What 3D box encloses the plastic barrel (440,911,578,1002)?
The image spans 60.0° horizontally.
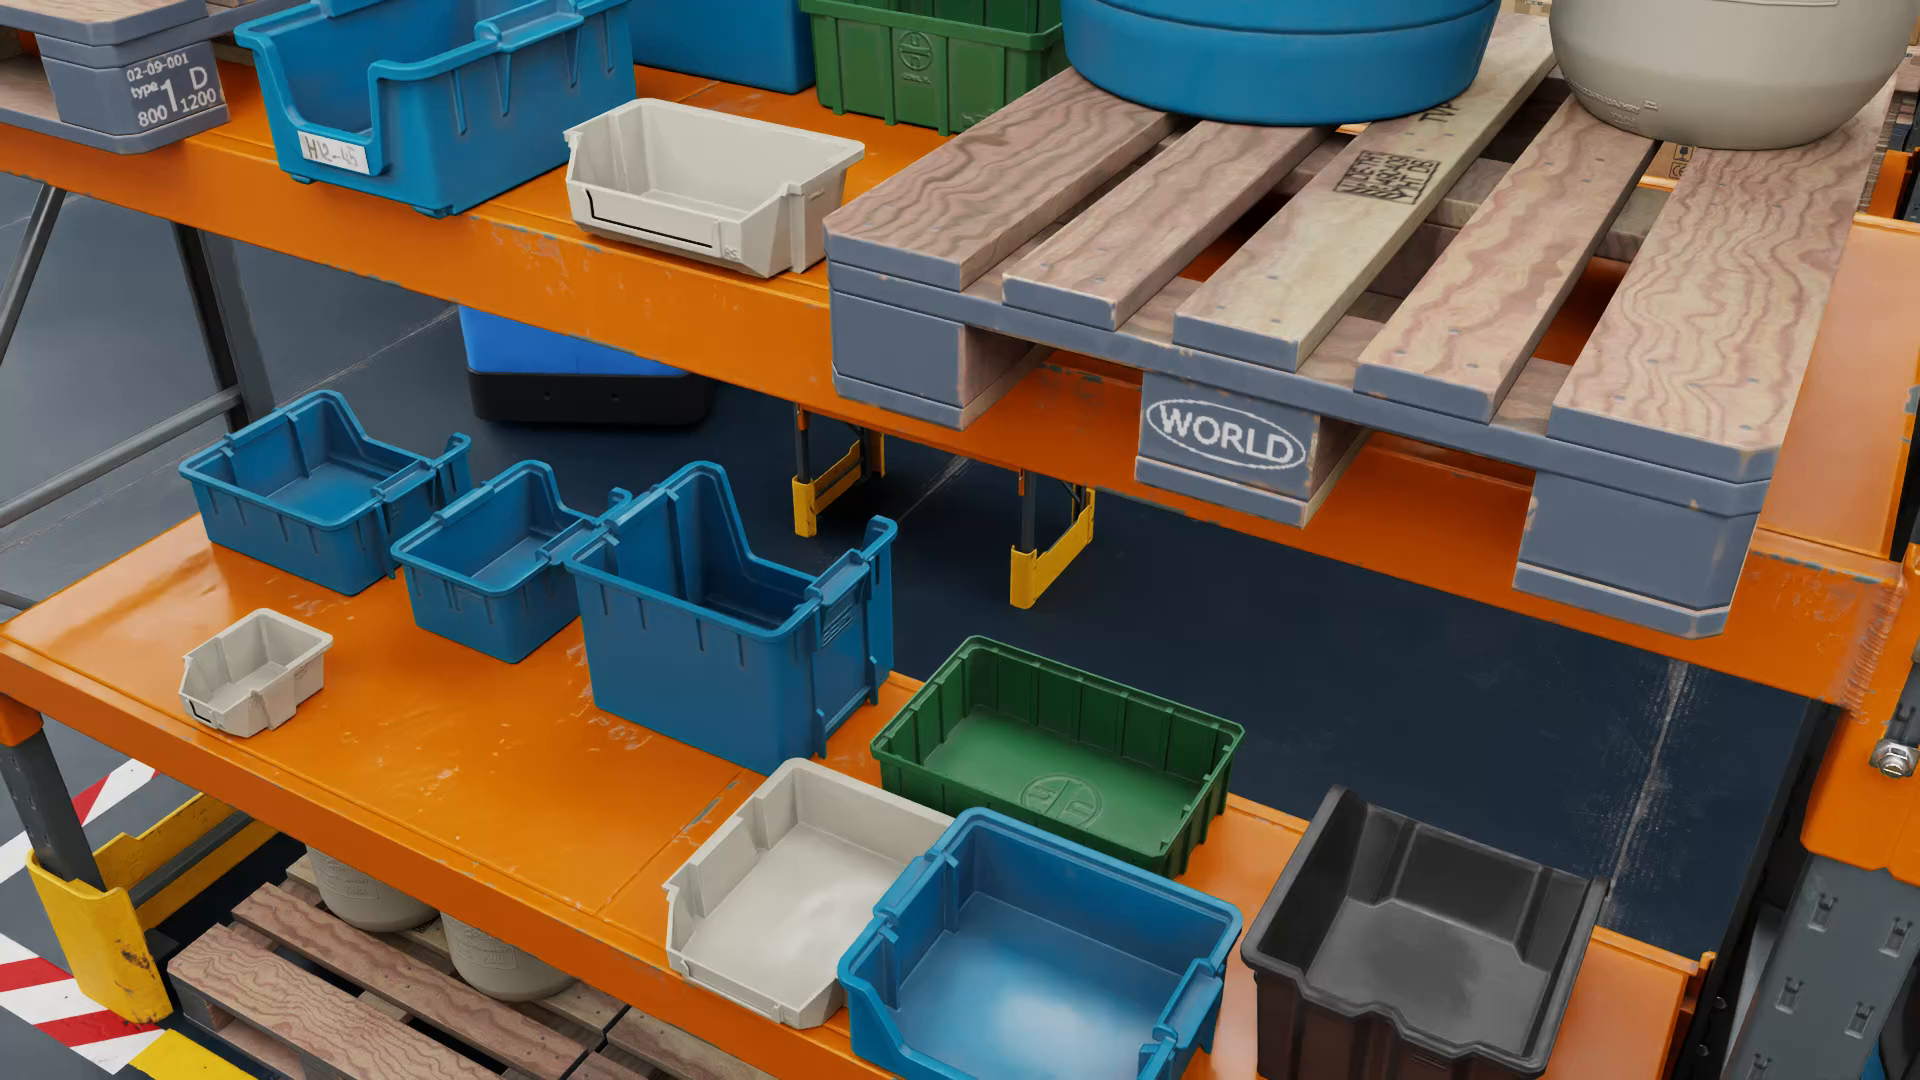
[{"bbox_3d":[-1.186,0.950,4.483,0.421,0.512,0.421,0,34,0],"label":"plastic barrel"}]

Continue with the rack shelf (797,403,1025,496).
[{"bbox_3d":[-0.074,-0.498,6.469,1.000,0.185,0.538,18,37,24],"label":"rack shelf"}]

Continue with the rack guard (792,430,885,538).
[{"bbox_3d":[-0.499,-0.262,6.918,0.087,0.250,0.587,18,37,24],"label":"rack guard"}]

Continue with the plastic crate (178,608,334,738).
[{"bbox_3d":[-1.613,0.318,3.804,0.250,0.136,0.298,18,37,24],"label":"plastic crate"}]

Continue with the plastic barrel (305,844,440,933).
[{"bbox_3d":[-1.621,0.812,4.690,0.421,0.512,0.421,0,34,0],"label":"plastic barrel"}]

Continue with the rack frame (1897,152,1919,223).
[{"bbox_3d":[3.703,-1.475,6.259,0.127,3.000,1.000,18,37,24],"label":"rack frame"}]

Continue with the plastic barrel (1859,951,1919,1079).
[{"bbox_3d":[1.428,0.951,2.164,0.708,0.901,0.600,18,37,24],"label":"plastic barrel"}]

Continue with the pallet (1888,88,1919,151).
[{"bbox_3d":[5.557,-2.867,10.865,1.213,0.211,1.003,18,37,24],"label":"pallet"}]

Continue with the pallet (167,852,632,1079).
[{"bbox_3d":[-1.438,1.192,4.769,1.213,0.211,1.003,18,37,24],"label":"pallet"}]

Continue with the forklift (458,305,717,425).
[{"bbox_3d":[-1.608,-2.520,7.889,1.130,2.935,3.031,1,34,2],"label":"forklift"}]

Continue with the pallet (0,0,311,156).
[{"bbox_3d":[-1.561,-1.088,3.142,1.213,0.211,1.003,18,37,24],"label":"pallet"}]

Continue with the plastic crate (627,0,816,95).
[{"bbox_3d":[-0.425,-1.055,2.936,0.575,0.384,0.392,18,37,24],"label":"plastic crate"}]

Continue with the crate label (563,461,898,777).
[{"bbox_3d":[-0.498,0.169,3.759,0.616,0.435,0.502,18,37,24],"label":"crate label"}]

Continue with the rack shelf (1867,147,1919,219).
[{"bbox_3d":[1.967,-1.726,7.285,4.000,0.370,1.077,18,37,24],"label":"rack shelf"}]

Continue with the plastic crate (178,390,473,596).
[{"bbox_3d":[-1.647,-0.137,4.384,0.616,0.251,0.499,18,37,24],"label":"plastic crate"}]

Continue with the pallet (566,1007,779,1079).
[{"bbox_3d":[-0.383,1.528,4.265,1.213,0.211,1.003,18,37,24],"label":"pallet"}]

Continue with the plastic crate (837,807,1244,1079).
[{"bbox_3d":[0.147,0.796,2.983,0.616,0.251,0.499,18,37,24],"label":"plastic crate"}]

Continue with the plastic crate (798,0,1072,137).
[{"bbox_3d":[0.008,-0.818,2.757,0.450,0.188,0.336,18,37,24],"label":"plastic crate"}]

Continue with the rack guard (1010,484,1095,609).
[{"bbox_3d":[0.366,0.012,6.507,0.087,0.250,0.587,18,37,24],"label":"rack guard"}]

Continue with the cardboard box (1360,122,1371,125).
[{"bbox_3d":[1.975,-2.058,7.044,0.500,0.500,0.700,19,38,26],"label":"cardboard box"}]

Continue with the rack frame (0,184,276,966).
[{"bbox_3d":[-2.230,-0.193,4.333,0.127,3.000,1.000,18,37,24],"label":"rack frame"}]

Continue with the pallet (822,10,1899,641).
[{"bbox_3d":[0.568,-0.414,2.129,1.003,0.211,1.213,18,37,24],"label":"pallet"}]

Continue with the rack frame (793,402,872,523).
[{"bbox_3d":[-0.515,-0.788,6.579,0.032,1.500,0.500,18,37,24],"label":"rack frame"}]

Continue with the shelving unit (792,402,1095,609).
[{"bbox_3d":[-0.066,-0.645,6.366,1.083,1.500,0.587,18,37,24],"label":"shelving unit"}]

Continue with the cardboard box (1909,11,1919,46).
[{"bbox_3d":[3.315,-2.176,6.051,0.500,0.500,0.700,18,38,25],"label":"cardboard box"}]

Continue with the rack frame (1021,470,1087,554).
[{"bbox_3d":[0.367,-0.508,6.160,0.032,1.500,0.500,18,37,24],"label":"rack frame"}]

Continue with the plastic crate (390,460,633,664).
[{"bbox_3d":[-1.086,0.044,4.112,0.408,0.251,0.499,18,37,24],"label":"plastic crate"}]

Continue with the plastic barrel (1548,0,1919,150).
[{"bbox_3d":[0.966,-0.775,2.022,0.421,0.512,0.421,0,34,0],"label":"plastic barrel"}]

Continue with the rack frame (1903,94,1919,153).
[{"bbox_3d":[6.158,-3.860,9.841,0.127,3.000,1.000,18,37,24],"label":"rack frame"}]

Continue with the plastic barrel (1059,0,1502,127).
[{"bbox_3d":[0.431,-1.050,2.083,0.708,0.901,0.600,18,37,24],"label":"plastic barrel"}]

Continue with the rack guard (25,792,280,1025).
[{"bbox_3d":[-2.141,0.846,5.029,0.348,0.500,1.175,18,37,24],"label":"rack guard"}]

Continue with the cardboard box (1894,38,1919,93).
[{"bbox_3d":[3.361,-1.759,6.009,0.250,0.149,0.380,18,37,24],"label":"cardboard box"}]

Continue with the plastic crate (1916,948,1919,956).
[{"bbox_3d":[1.815,0.867,2.685,0.583,0.464,0.402,18,37,24],"label":"plastic crate"}]

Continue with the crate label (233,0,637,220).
[{"bbox_3d":[-0.769,-0.706,2.531,0.408,0.251,0.502,18,37,24],"label":"crate label"}]

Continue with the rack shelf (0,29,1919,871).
[{"bbox_3d":[-0.494,-0.592,2.875,4.000,0.370,1.077,18,37,24],"label":"rack shelf"}]

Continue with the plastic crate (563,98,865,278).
[{"bbox_3d":[-0.352,-0.478,2.294,0.396,0.136,0.243,18,37,24],"label":"plastic crate"}]

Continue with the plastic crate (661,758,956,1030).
[{"bbox_3d":[-0.293,0.692,3.242,0.437,0.136,0.530,18,37,24],"label":"plastic crate"}]

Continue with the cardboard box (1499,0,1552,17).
[{"bbox_3d":[2.259,-2.109,6.535,0.250,0.149,0.380,19,38,26],"label":"cardboard box"}]

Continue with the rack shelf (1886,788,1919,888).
[{"bbox_3d":[2.979,0.508,1.223,4.000,0.370,1.077,18,37,24],"label":"rack shelf"}]

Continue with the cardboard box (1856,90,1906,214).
[{"bbox_3d":[3.315,-1.636,6.410,0.500,0.500,0.700,17,37,23],"label":"cardboard box"}]

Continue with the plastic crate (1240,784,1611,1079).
[{"bbox_3d":[0.851,0.728,3.006,0.504,0.338,0.767,18,37,24],"label":"plastic crate"}]

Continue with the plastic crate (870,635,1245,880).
[{"bbox_3d":[0.204,0.486,3.504,0.662,0.188,0.450,18,37,24],"label":"plastic crate"}]

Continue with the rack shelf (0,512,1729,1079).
[{"bbox_3d":[-0.494,0.657,3.707,4.000,0.370,1.077,18,37,24],"label":"rack shelf"}]

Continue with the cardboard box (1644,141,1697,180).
[{"bbox_3d":[2.854,-1.778,6.623,0.500,0.500,0.700,17,37,24],"label":"cardboard box"}]
